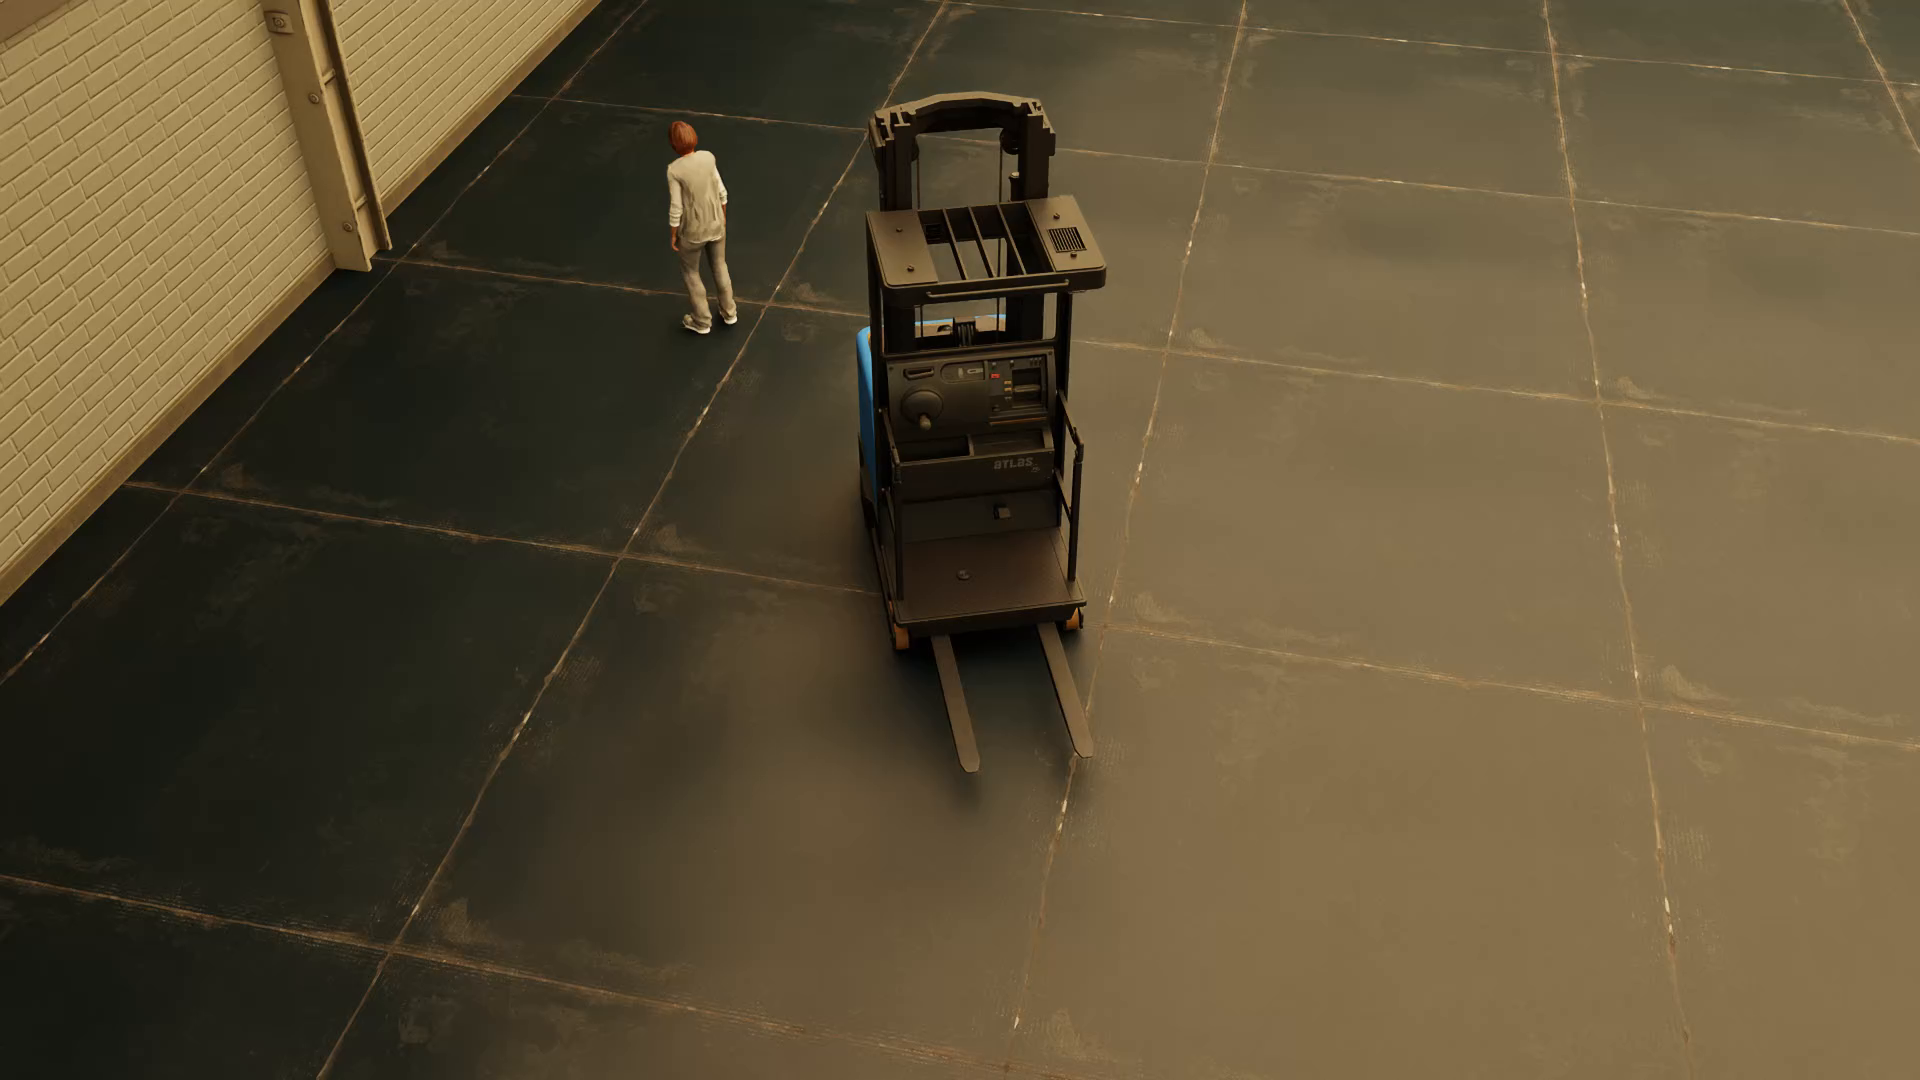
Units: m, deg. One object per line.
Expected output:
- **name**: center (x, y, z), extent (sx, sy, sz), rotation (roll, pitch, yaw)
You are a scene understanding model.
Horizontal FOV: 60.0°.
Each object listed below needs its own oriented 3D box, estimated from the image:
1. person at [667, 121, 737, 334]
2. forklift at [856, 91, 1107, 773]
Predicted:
- **person**: center (-1.840, -2.194, 11.751), extent (0.477, 1.591, 0.345), rotation (-27, 46, -28)
- **forklift**: center (0.104, -0.747, 8.950), extent (1.130, 2.935, 3.031), rotation (-6, 40, -8)
